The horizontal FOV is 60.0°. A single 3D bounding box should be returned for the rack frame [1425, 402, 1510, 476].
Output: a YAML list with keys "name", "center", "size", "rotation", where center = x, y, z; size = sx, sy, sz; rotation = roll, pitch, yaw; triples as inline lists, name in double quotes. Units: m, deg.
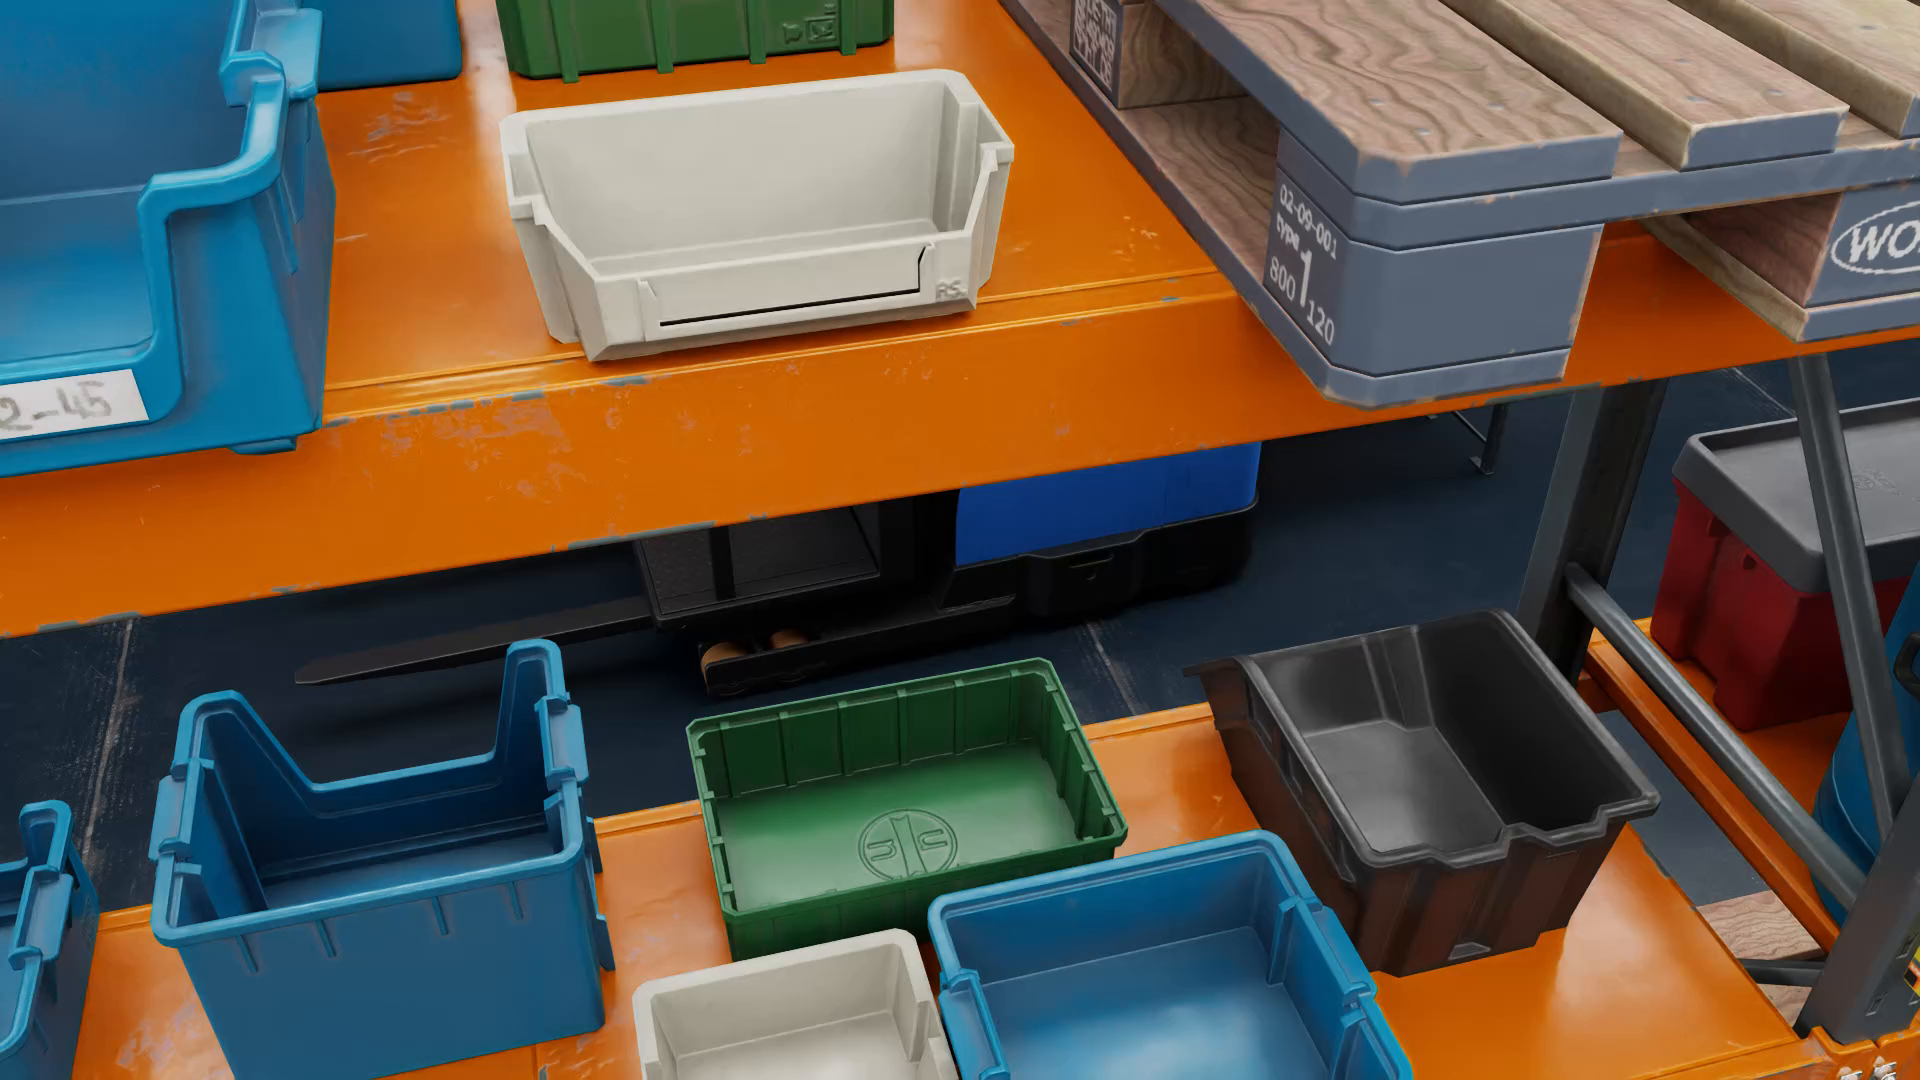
- name: "rack frame"
  center: [1.852, -0.976, 5.791]
  size: [0.032, 1.500, 0.500]
  rotation: [-11, 39, -14]

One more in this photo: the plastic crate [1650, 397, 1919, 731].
- name: "plastic crate"
  center: [1.671, 0.054, 3.158]
  size: [0.583, 0.464, 0.402]
  rotation: [-9, 38, -12]

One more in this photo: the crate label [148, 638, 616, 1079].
- name: "crate label"
  center: [-0.872, 0.505, 2.592]
  size: [0.616, 0.435, 0.502]
  rotation: [-9, 38, -12]

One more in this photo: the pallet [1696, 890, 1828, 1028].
- name: "pallet"
  center: [2.031, 1.296, 3.882]
  size: [1.213, 0.211, 1.003]
  rotation: [-9, 38, -12]

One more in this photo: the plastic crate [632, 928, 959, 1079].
- name: "plastic crate"
  center: [-0.218, 0.846, 2.393]
  size: [0.437, 0.136, 0.530]
  rotation: [-9, 38, -12]

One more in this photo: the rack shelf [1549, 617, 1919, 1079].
- name: "rack shelf"
  center: [3.214, 0.304, 3.476]
  size: [4.000, 0.370, 1.077]
  rotation: [-9, 38, -12]

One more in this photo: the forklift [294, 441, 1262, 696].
- name: "forklift"
  center: [-0.598, -1.046, 4.705]
  size: [3.031, 2.935, 1.130]
  rotation: [-11, 39, -14]

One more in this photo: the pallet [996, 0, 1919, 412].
- name: "pallet"
  center: [0.612, -0.609, 1.765]
  size: [1.003, 0.211, 1.213]
  rotation: [-9, 38, -12]

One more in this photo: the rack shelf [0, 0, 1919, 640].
- name: "rack shelf"
  center: [-0.648, -0.254, 1.736]
  size: [4.000, 0.370, 1.077]
  rotation: [-9, 38, -12]

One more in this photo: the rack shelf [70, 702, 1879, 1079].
- name: "rack shelf"
  center: [-0.648, 0.938, 2.647]
  size: [4.000, 0.370, 1.077]
  rotation: [-9, 38, -12]

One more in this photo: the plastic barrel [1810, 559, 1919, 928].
- name: "plastic barrel"
  center: [1.735, 0.253, 2.538]
  size: [0.708, 0.901, 0.600]
  rotation: [-9, 38, -12]

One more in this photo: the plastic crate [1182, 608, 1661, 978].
- name: "plastic crate"
  center: [0.745, 0.368, 2.851]
  size: [0.504, 0.338, 0.767]
  rotation: [-9, 38, -12]

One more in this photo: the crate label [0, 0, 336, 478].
- name: "crate label"
  center: [-0.685, -0.266, 1.283]
  size: [0.408, 0.251, 0.502]
  rotation: [-9, 38, -12]

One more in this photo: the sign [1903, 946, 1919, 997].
- name: "sign"
  center: [1.416, 0.550, 2.335]
  size: [0.005, 0.325, 0.100]
  rotation: [-9, 38, -12]

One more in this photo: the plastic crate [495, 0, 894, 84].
- name: "plastic crate"
  center: [-0.311, -0.682, 1.878]
  size: [0.450, 0.188, 0.336]
  rotation: [-9, 38, -12]

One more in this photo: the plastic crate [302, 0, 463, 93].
- name: "plastic crate"
  center: [-0.816, -0.695, 1.734]
  size: [0.575, 0.384, 0.392]
  rotation: [-9, 38, -12]

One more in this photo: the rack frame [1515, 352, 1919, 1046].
- name: "rack frame"
  center: [1.283, 0.335, 2.843]
  size: [0.127, 3.000, 1.000]
  rotation: [-9, 38, -12]

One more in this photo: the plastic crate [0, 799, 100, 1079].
- name: "plastic crate"
  center: [-1.545, 0.674, 2.523]
  size: [0.408, 0.251, 0.499]
  rotation: [-9, 38, -12]

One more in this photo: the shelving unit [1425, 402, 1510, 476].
- name: "shelving unit"
  center: [1.368, -0.880, 5.666]
  size: [1.048, 1.500, 0.538]
  rotation: [-11, 39, -14]

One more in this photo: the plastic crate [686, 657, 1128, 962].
- name: "plastic crate"
  center: [-0.101, 0.469, 2.843]
  size: [0.662, 0.188, 0.450]
  rotation: [-9, 38, -12]

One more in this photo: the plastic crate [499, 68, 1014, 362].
- name: "plastic crate"
  center: [-0.161, -0.260, 1.369]
  size: [0.396, 0.136, 0.243]
  rotation: [-9, 38, -12]

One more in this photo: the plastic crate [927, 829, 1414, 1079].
- name: "plastic crate"
  center: [0.286, 0.729, 2.451]
  size: [0.616, 0.251, 0.499]
  rotation: [-9, 38, -12]
